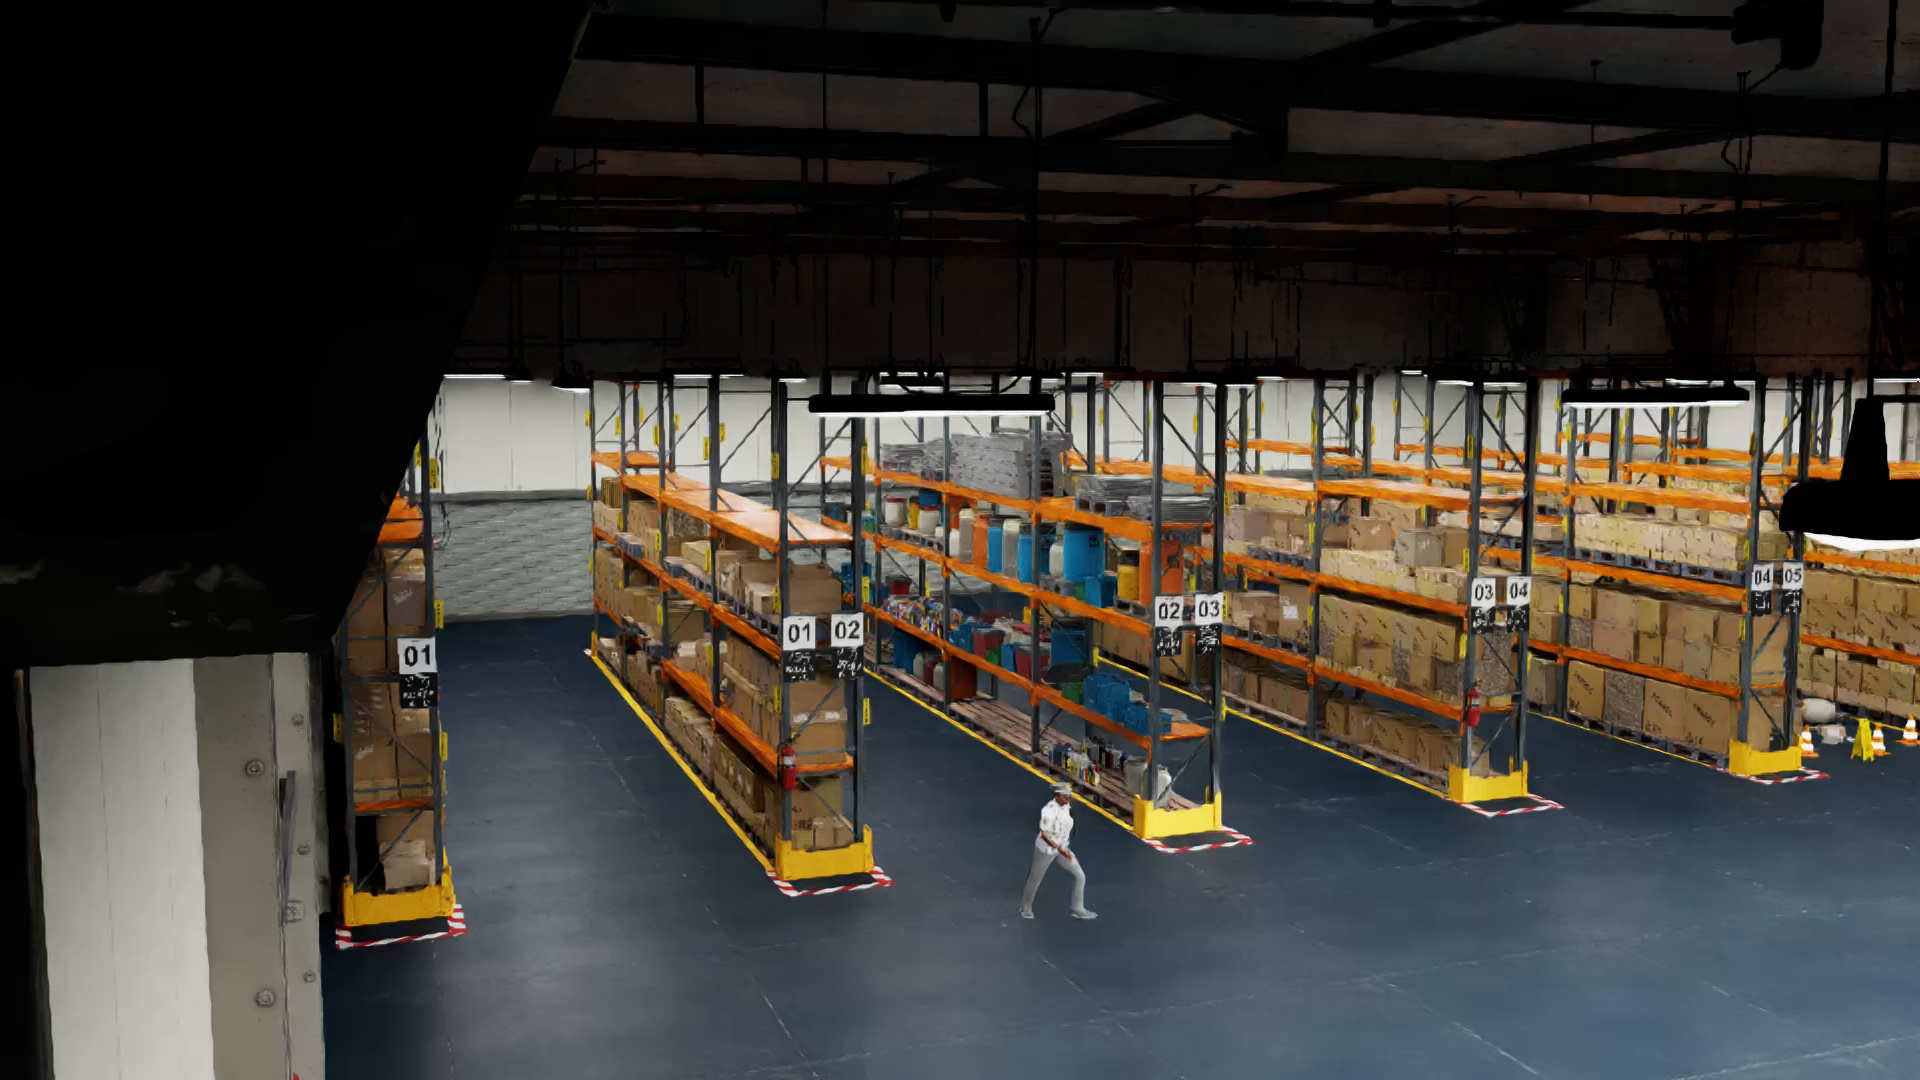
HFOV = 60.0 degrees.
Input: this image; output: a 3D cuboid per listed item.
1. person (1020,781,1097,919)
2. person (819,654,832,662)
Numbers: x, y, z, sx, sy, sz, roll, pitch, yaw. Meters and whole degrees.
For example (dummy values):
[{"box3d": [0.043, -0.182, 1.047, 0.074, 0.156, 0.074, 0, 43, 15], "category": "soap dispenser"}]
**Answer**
[{"box3d": [1.065, 3.455, 18.607, 0.622, 1.609, 0.780, -5, 8, -40], "category": "person"}, {"box3d": [-2.440, 2.166, 30.544, 0.562, 1.530, 0.815, -2, 7, -14], "category": "person"}]
